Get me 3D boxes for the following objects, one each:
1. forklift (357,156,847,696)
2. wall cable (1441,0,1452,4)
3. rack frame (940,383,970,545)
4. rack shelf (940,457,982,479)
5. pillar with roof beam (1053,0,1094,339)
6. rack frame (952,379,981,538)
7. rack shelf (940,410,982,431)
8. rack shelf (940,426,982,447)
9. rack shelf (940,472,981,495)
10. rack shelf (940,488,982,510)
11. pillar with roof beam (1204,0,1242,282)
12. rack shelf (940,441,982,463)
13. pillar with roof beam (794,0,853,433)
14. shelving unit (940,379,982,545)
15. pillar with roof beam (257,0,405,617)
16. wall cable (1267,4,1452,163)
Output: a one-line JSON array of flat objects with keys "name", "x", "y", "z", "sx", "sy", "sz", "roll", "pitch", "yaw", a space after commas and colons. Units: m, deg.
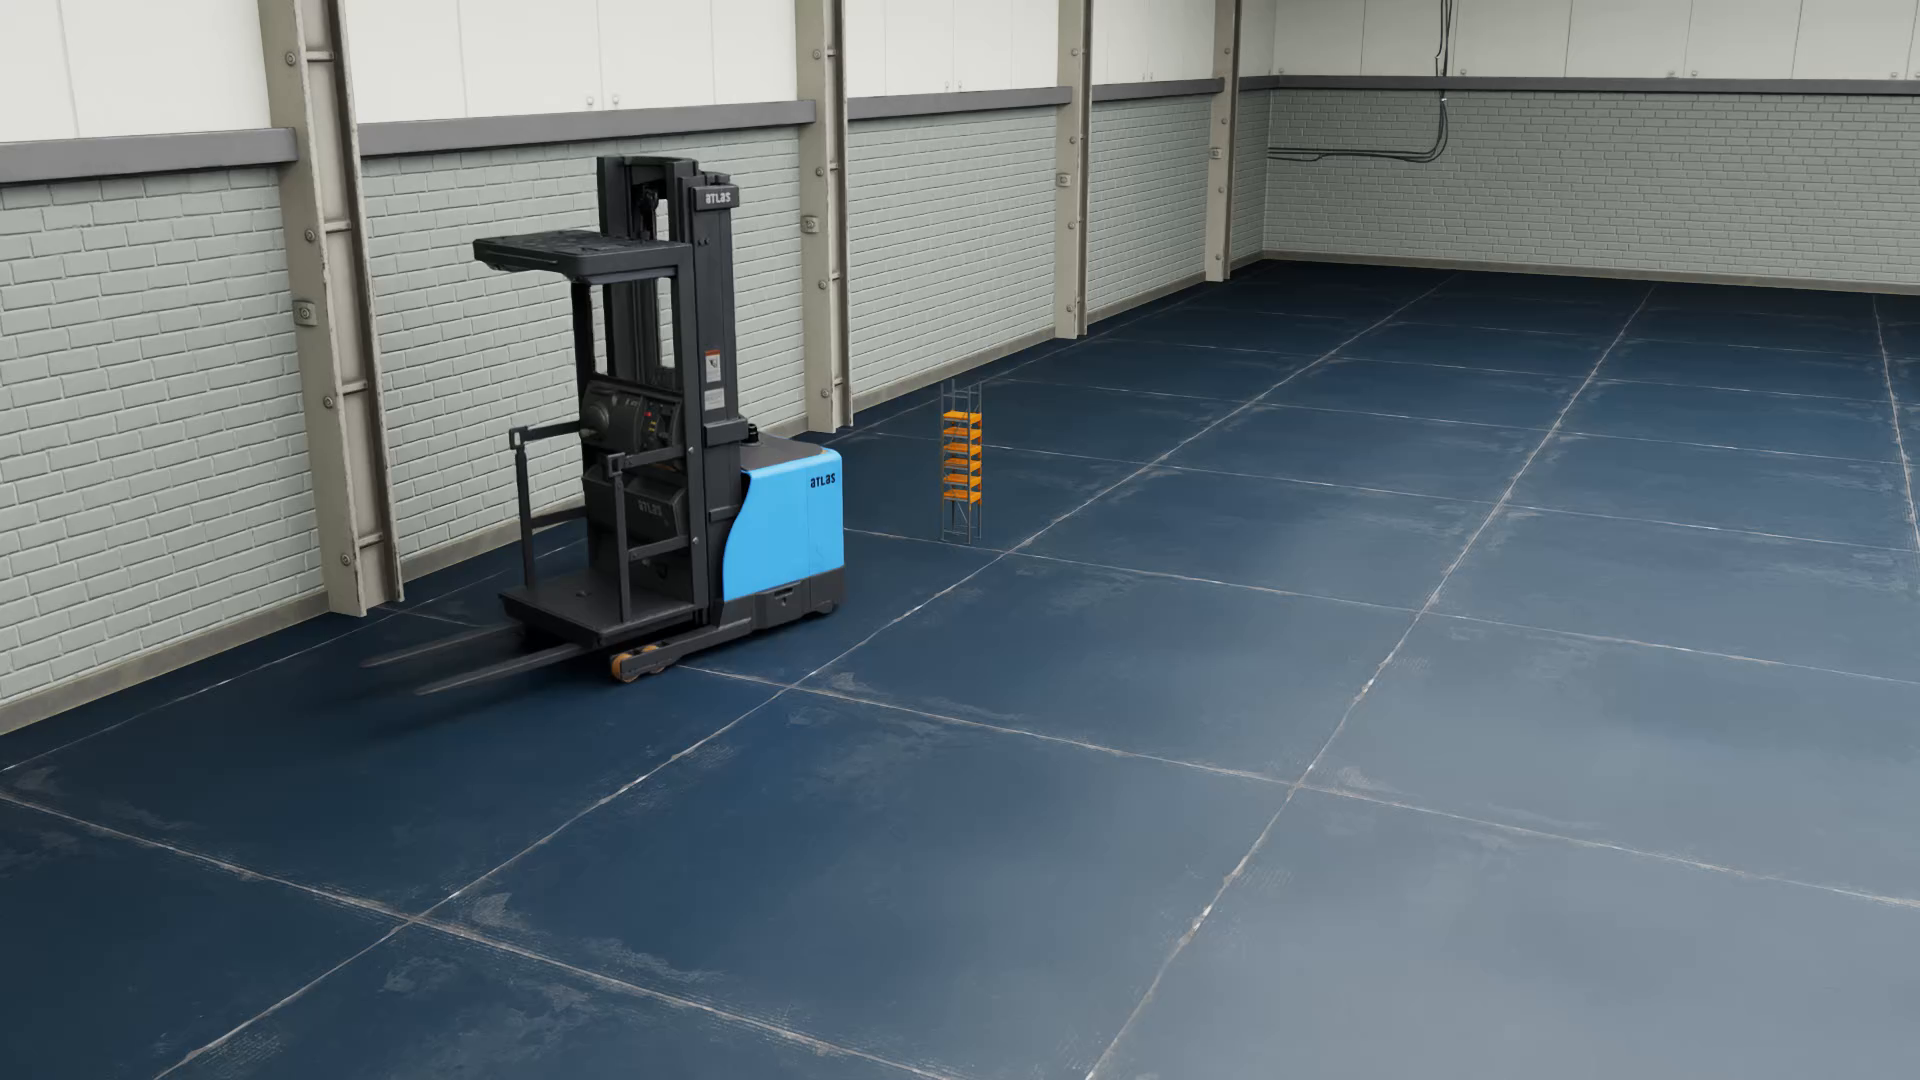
[{"name": "forklift", "x": -2.122, "y": -0.737, "z": 9.857, "sx": 1.130, "sy": 2.935, "sz": 3.031, "roll": 15, "pitch": 22, "yaw": 41}, {"name": "wall cable", "x": 9.010, "y": -9.636, "z": 25.747, "sx": 3.097, "sy": 2.526, "sz": 0.112, "roll": 8, "pitch": 18, "yaw": 25}, {"name": "rack frame", "x": -0.034, "y": -0.556, "z": 12.287, "sx": 0.240, "sy": 1.200, "sz": 0.006, "roll": 8, "pitch": 18, "yaw": 25}, {"name": "rack shelf", "x": 0.006, "y": -0.536, "z": 12.379, "sx": 0.258, "sy": 0.103, "sz": 0.180, "roll": 8, "pitch": 18, "yaw": 25}, {"name": "pillar with roof beam", "x": 5.261, "y": -6.390, "z": 18.233, "sx": 9.100, "sy": 9.000, "sz": 0.400, "roll": 8, "pitch": 18, "yaw": 25}, {"name": "rack frame", "x": 0.047, "y": -0.602, "z": 12.444, "sx": 0.240, "sy": 1.200, "sz": 0.006, "roll": 8, "pitch": 18, "yaw": 25}, {"name": "rack shelf", "x": 0.006, "y": -0.881, "z": 12.276, "sx": 0.258, "sy": 0.103, "sz": 0.180, "roll": 8, "pitch": 18, "yaw": 25}, {"name": "rack shelf", "x": 0.006, "y": -0.766, "z": 12.310, "sx": 0.258, "sy": 0.103, "sz": 0.180, "roll": 8, "pitch": 18, "yaw": 25}, {"name": "rack shelf", "x": 0.006, "y": -0.421, "z": 12.413, "sx": 0.258, "sy": 0.103, "sz": 0.180, "roll": 8, "pitch": 18, "yaw": 25}, {"name": "rack shelf", "x": 0.006, "y": -0.306, "z": 12.447, "sx": 0.258, "sy": 0.103, "sz": 0.180, "roll": 8, "pitch": 18, "yaw": 25}, {"name": "pillar with roof beam", "x": 7.942, "y": -7.918, "z": 23.378, "sx": 9.100, "sy": 9.000, "sz": 0.400, "roll": 8, "pitch": 18, "yaw": 25}, {"name": "rack shelf", "x": 0.006, "y": -0.651, "z": 12.344, "sx": 0.258, "sy": 0.103, "sz": 0.180, "roll": 8, "pitch": 18, "yaw": 25}, {"name": "pillar with roof beam", "x": 2.580, "y": -4.861, "z": 13.087, "sx": 9.100, "sy": 9.000, "sz": 0.400, "roll": 8, "pitch": 18, "yaw": 25}, {"name": "shelving unit", "x": 0.006, "y": -0.579, "z": 12.366, "sx": 0.258, "sy": 1.200, "sz": 0.189, "roll": 8, "pitch": 18, "yaw": 25}, {"name": "pillar with roof beam", "x": -0.101, "y": -3.333, "z": 7.942, "sx": 9.100, "sy": 9.000, "sz": 0.400, "roll": 8, "pitch": 18, "yaw": 25}, {"name": "wall cable", "x": 6.590, "y": -7.559, "z": 27.624, "sx": 3.097, "sy": 2.526, "sz": 0.112, "roll": 8, "pitch": 18, "yaw": 25}]
